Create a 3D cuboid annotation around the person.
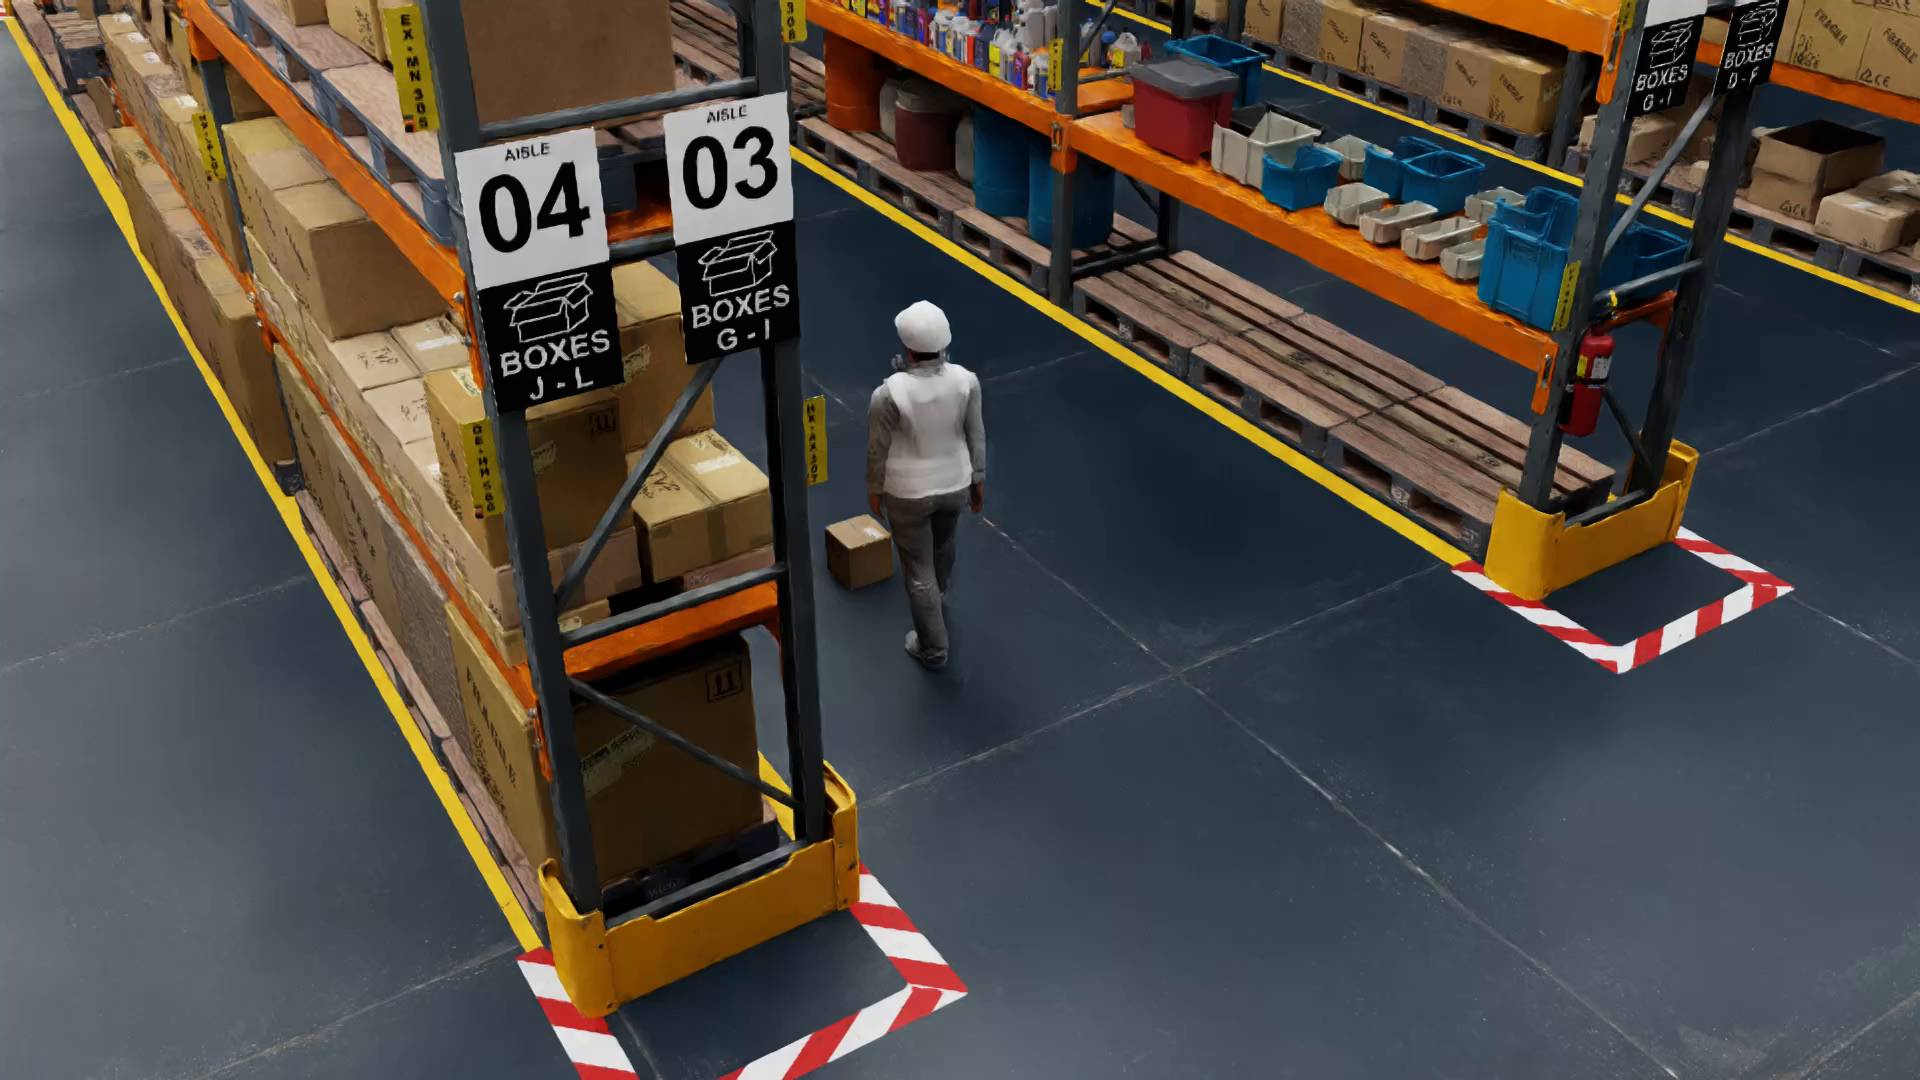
[{"bbox_3d":[-0.211,-0.317,7.603,0.536,1.756,0.782,-15,35,-22],"label":"person"}]
